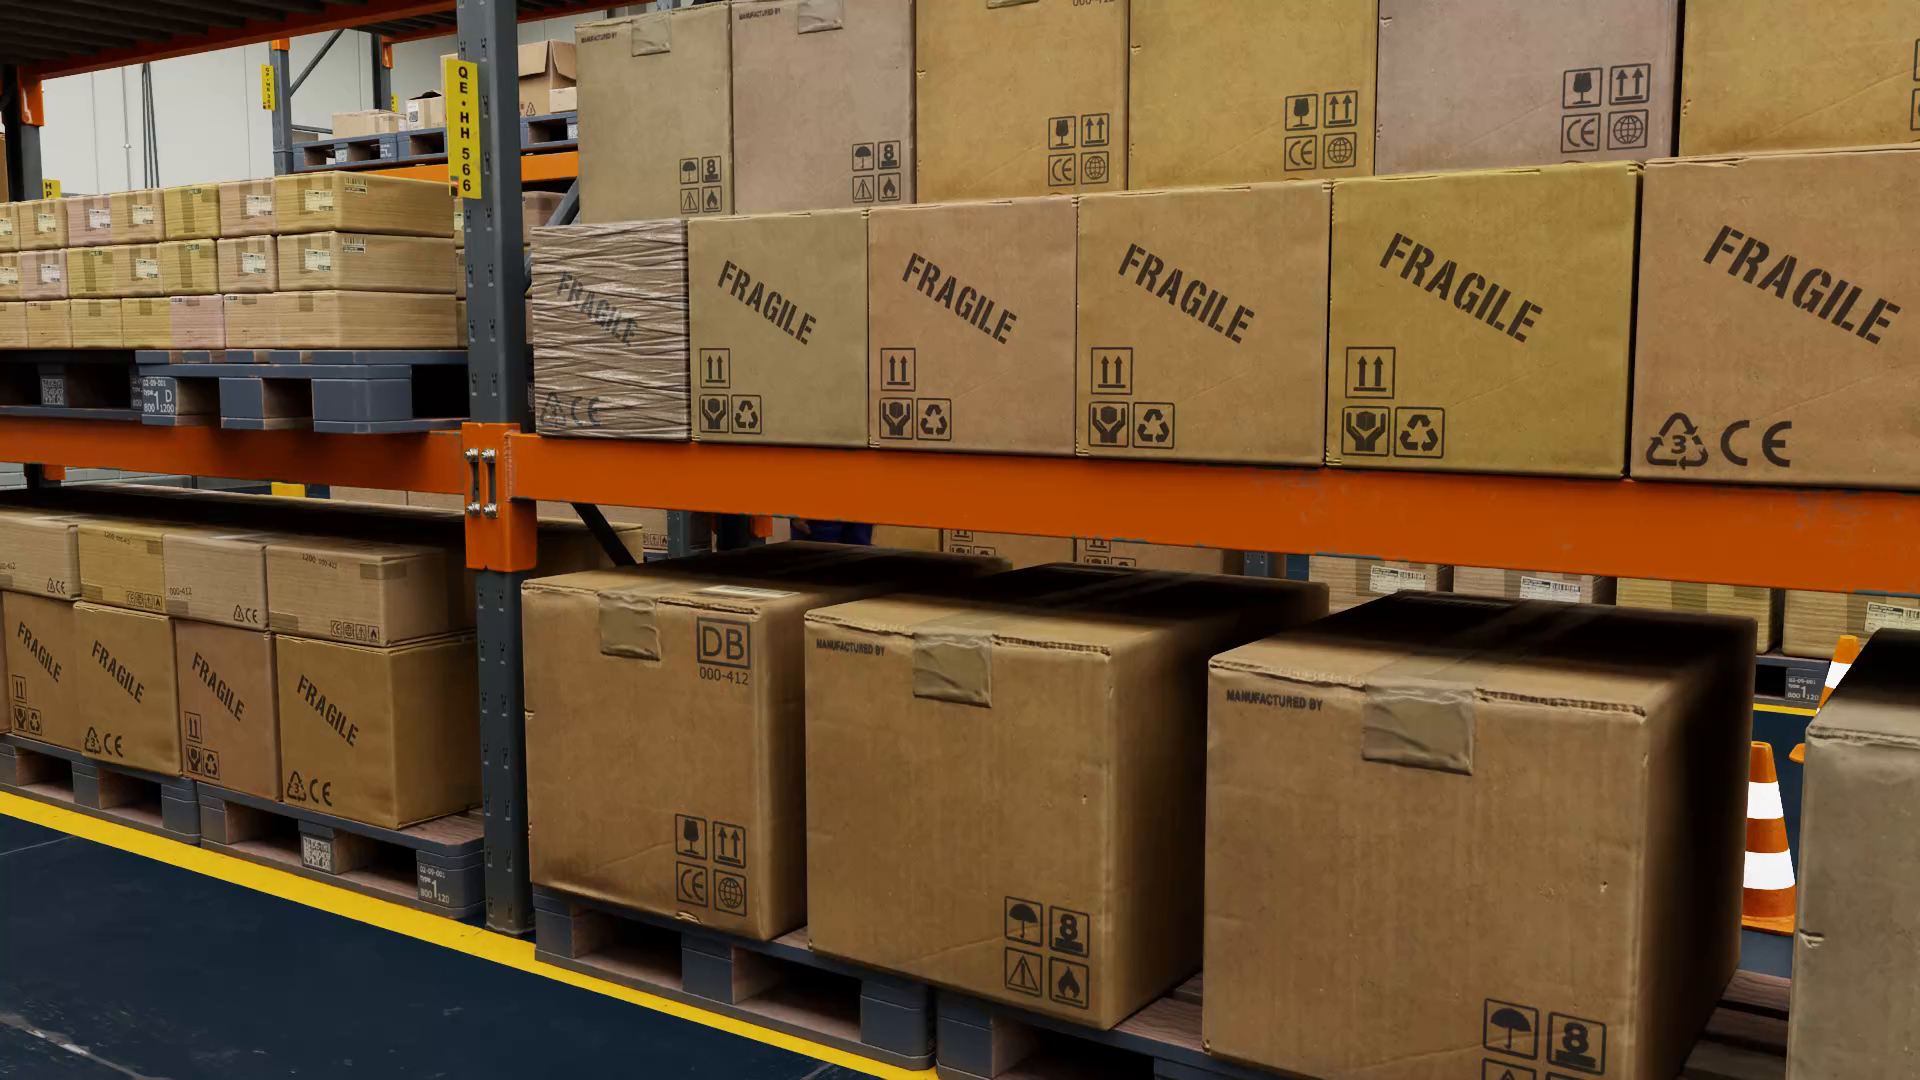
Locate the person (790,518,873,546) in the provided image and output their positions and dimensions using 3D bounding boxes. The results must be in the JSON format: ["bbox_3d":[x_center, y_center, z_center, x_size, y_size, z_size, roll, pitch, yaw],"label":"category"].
[{"bbox_3d":[-0.608,-0.181,7.749,0.342,1.653,0.470,4,8,35],"label":"person"}]
